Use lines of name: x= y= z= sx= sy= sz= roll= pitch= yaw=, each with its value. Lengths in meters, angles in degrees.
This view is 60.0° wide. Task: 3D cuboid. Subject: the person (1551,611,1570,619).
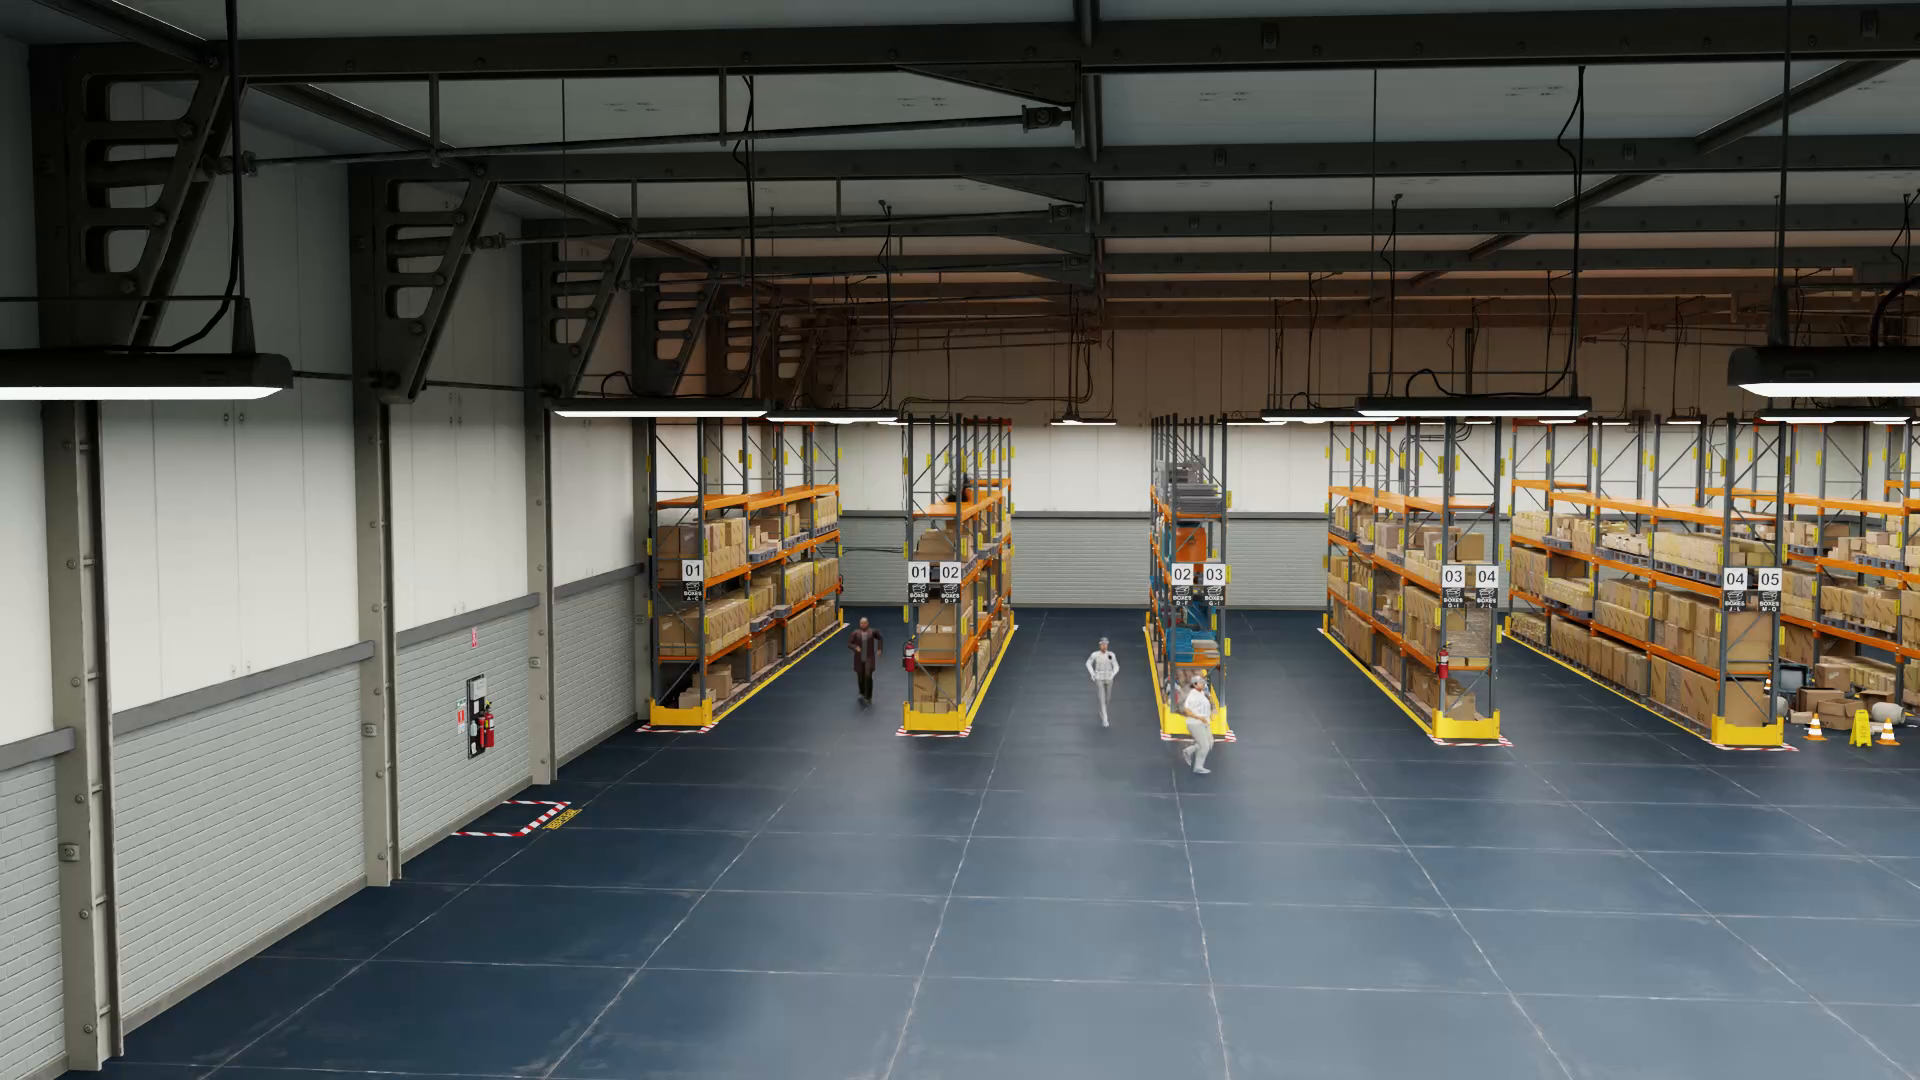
person: x=17.029 y=1.637 z=47.301 sx=0.918 sy=1.791 sz=0.688 roll=0 pitch=4 yaw=3

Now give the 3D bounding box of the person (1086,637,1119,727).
person: x=2.777 y=2.721 z=32.271 sx=0.632 sy=1.696 sz=0.867 roll=0 pitch=4 yaw=-6

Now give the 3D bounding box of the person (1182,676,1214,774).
person: x=3.935 y=3.054 z=27.628 sx=0.559 sy=1.615 sz=0.605 roll=2 pitch=4 yaw=31

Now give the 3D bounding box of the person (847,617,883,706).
person: x=-1.969 y=2.538 z=34.513 sx=0.735 sy=1.857 sz=0.836 roll=0 pitch=4 yaw=2
